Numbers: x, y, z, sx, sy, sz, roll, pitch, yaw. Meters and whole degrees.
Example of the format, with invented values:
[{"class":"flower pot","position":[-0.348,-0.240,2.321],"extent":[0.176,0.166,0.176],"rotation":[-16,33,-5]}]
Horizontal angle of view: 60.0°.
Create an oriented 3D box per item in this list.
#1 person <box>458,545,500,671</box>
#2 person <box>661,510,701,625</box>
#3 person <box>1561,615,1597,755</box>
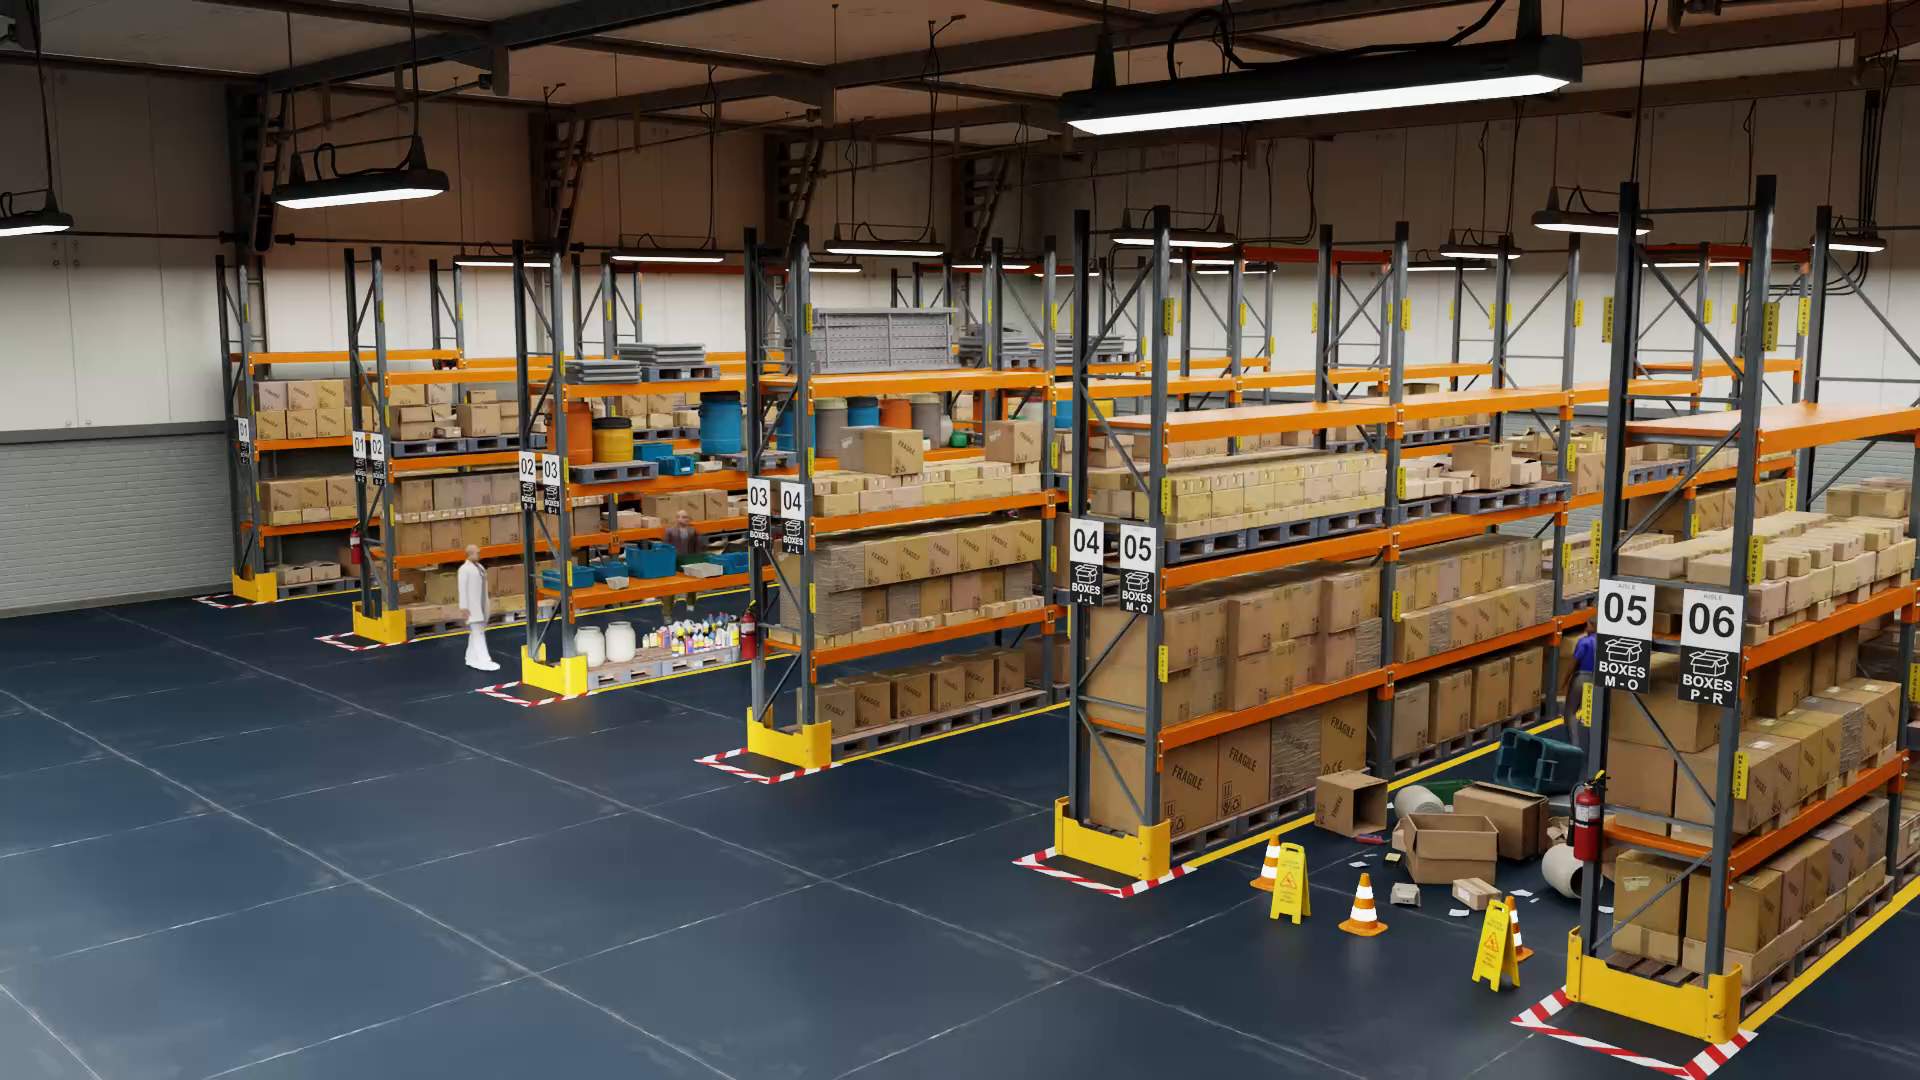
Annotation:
[{"class":"person","position":[-6.785,0.956,23.581],"extent":[0.791,1.775,0.617],"rotation":[4,9,24]},{"class":"person","position":[-4.413,0.419,26.367],"extent":[0.675,1.783,0.458],"rotation":[-4,9,-24]},{"class":"person","position":[7.144,1.681,18.972],"extent":[0.560,1.670,0.412],"rotation":[0,8,-2]}]
